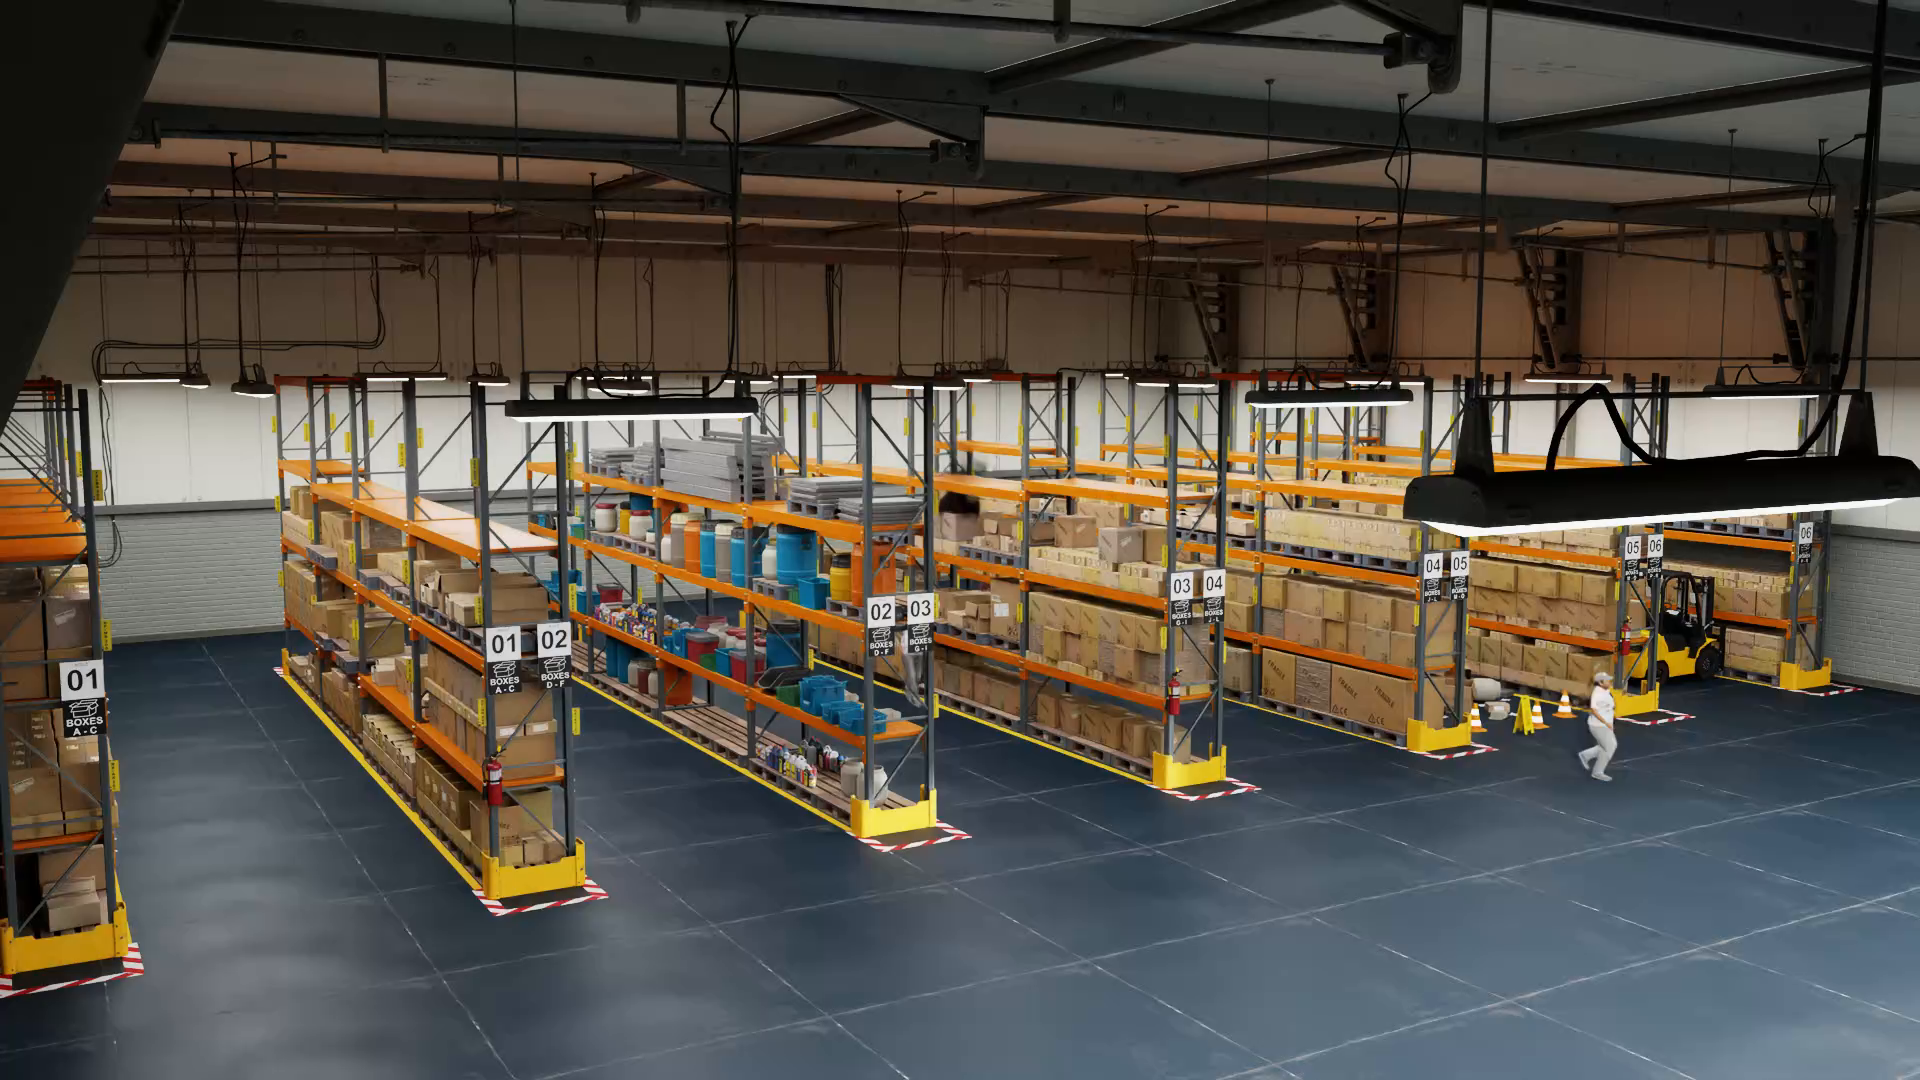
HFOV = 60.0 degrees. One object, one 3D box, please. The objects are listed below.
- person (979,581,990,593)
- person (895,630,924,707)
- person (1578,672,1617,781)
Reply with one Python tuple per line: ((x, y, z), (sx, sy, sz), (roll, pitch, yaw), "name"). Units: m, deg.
((0.702, 0.951, 41.902), (0.547, 1.630, 0.639), (5, 8, 39), "person")
((-0.824, 2.004, 28.979), (0.667, 1.789, 0.852), (-4, 7, -30), "person")
((9.619, 2.793, 25.072), (0.542, 1.639, 0.603), (3, 7, 24), "person")
